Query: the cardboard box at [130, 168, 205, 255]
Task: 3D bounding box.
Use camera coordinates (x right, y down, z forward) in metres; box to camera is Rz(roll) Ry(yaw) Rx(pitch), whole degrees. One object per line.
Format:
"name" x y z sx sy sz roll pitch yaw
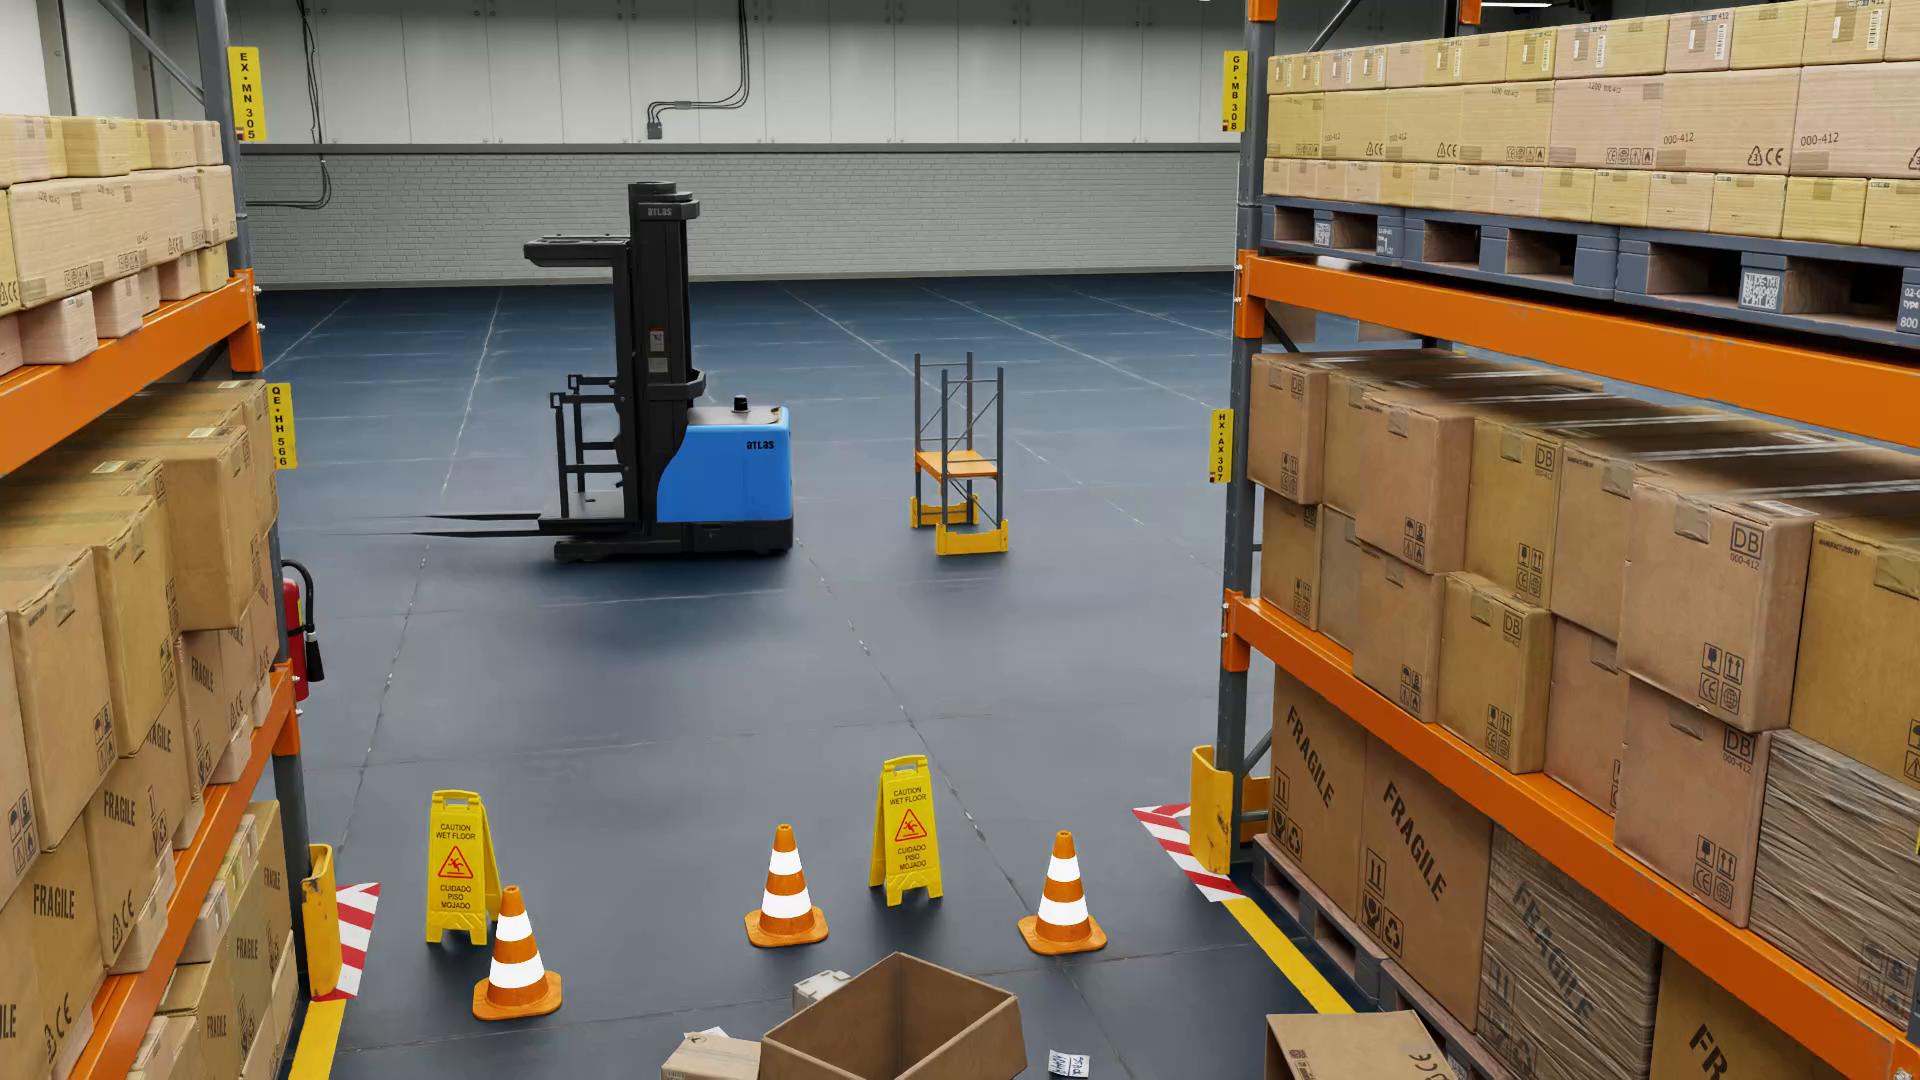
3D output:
"cardboard box" -2.613 -0.993 5.040 0.500 0.250 0.500 -3 14 -14

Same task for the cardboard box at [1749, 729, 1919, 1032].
"cardboard box" 2.530 0.782 4.089 0.875 0.550 0.550 -3 14 -13

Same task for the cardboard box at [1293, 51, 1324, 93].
"cardboard box" 1.516 -1.806 6.431 0.380 0.149 0.250 -3 14 -13

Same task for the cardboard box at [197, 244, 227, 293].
"cardboard box" -2.653 -0.897 5.487 0.380 0.149 0.250 -3 14 -13

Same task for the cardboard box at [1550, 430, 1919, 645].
"cardboard box" 2.340 0.002 5.005 0.875 0.550 0.550 -3 14 -13

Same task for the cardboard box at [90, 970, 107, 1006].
"cardboard box" -2.241 1.037 3.893 0.380 0.149 0.250 -3 14 -13

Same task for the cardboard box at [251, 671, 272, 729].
"cardboard box" -2.636 0.565 5.825 0.380 0.149 0.250 -3 14 -14

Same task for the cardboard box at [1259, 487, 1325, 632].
"cardboard box" 1.820 0.027 7.180 0.875 0.550 0.550 -3 14 -13

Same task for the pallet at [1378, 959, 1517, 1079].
"pallet" 2.236 1.832 5.982 1.003 0.211 1.213 -3 14 -13

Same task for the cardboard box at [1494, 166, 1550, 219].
"cardboard box" 1.873 -1.066 5.085 0.380 0.149 0.250 -3 14 -13

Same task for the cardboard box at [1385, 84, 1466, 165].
"cardboard box" 1.792 -1.406 5.633 0.500 0.250 0.500 -3 14 -14

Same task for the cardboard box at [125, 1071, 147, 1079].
"cardboard box" -2.129 1.389 3.882 0.380 0.149 0.250 -3 14 -11

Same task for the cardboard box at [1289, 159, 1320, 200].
"cardboard box" 1.518 -1.415 6.513 0.380 0.149 0.250 -3 14 -13

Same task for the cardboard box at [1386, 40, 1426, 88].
"cardboard box" 1.696 -1.629 5.708 0.380 0.149 0.250 -4 14 -14

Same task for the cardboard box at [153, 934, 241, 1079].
"cardboard box" -2.420 1.491 4.834 0.500 0.500 0.500 -4 14 -15

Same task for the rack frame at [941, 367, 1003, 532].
"rack frame" 0.099 -0.631 13.350 0.500 1.500 0.032 -3 14 -13

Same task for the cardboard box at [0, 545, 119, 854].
"cardboard box" -2.151 0.327 3.323 0.700 0.500 0.500 -3 14 -13

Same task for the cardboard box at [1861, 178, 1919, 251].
"cardboard box" 2.232 -0.714 3.644 0.380 0.149 0.250 -3 14 -13

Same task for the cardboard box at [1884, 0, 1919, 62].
"cardboard box" 2.233 -1.102 3.551 0.380 0.149 0.250 -3 14 -14

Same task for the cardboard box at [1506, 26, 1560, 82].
"cardboard box" 1.876 -1.452 4.985 0.380 0.149 0.250 -3 14 -12

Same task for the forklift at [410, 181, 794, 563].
"forklift" -2.898 -1.374 13.376 3.031 2.935 1.130 -1 14 -5

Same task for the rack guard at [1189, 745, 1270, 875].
"rack guard" 1.683 1.226 7.857 1.175 0.500 0.348 -3 14 -13

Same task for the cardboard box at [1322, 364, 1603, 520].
"cardboard box" 1.957 -0.371 6.535 0.875 0.550 0.550 -3 14 -13

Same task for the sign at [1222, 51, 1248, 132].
"sign" 1.148 -1.874 6.948 0.100 0.325 0.005 -3 14 -13

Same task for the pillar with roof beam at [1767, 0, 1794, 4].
"pillar with roof beam" 12.162 -9.162 32.469 9.100 9.000 0.400 -3 14 -13

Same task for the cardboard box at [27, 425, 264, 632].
"cardboard box" -2.435 -0.028 4.777 0.700 0.500 0.500 -3 14 -14

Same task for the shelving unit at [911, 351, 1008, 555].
"shelving unit" -0.018 -0.746 13.821 0.587 1.500 1.083 -3 14 -13

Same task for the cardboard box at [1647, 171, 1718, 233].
"cardboard box" 2.051 -0.891 4.367 0.380 0.149 0.250 -3 14 -13

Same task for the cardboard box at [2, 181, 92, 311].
"cardboard box" -2.232 -0.642 3.601 0.500 0.250 0.500 -3 14 -13

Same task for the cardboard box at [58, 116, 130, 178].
"cardboard box" -2.340 -0.993 4.200 0.380 0.149 0.250 -3 14 -12

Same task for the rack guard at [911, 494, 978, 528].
"rack guard" -0.135 -0.254 14.440 0.587 0.250 0.087 -3 14 -13

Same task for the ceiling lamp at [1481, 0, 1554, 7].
"ceiling lamp" 11.024 -12.454 33.643 2.000 3.185 0.800 -3 14 -13

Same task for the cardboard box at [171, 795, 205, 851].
"cardboard box" -2.435 0.804 4.847 0.380 0.149 0.250 -3 14 -14

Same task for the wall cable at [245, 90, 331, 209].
"wall cable" -15.088 -8.276 35.382 3.097 2.526 0.112 -3 14 -13

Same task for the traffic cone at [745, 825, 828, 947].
"traffic cone" -0.745 1.435 7.077 0.336 0.463 0.334 -3 14 -13

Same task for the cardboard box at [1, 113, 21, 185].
"cardboard box" -2.202 -0.811 3.454 0.380 0.149 0.250 -4 14 -15

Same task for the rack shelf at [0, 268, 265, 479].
"rack shelf" -2.629 -0.330 4.154 1.077 0.370 4.000 -3 14 -13

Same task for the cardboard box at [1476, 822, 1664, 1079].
"cardboard box" 2.333 1.411 5.423 0.875 0.875 0.875 -3 14 -13

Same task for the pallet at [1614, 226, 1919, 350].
"pallet" 2.446 -0.664 4.190 1.003 0.211 1.213 -3 14 -13

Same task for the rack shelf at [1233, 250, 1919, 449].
"rack shelf" 2.159 -0.629 5.379 1.077 0.370 4.000 -3 14 -13

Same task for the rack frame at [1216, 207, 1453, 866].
"rack frame" 1.689 0.017 7.538 1.000 3.000 0.127 -3 14 -13

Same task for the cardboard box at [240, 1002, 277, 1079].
"cardboard box" -2.534 1.739 5.397 0.500 0.250 0.500 -3 14 -13

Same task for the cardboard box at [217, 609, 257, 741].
"cardboard box" -2.591 0.349 5.343 0.500 0.500 0.500 -3 14 -13

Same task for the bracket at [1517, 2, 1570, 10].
"bracket" 14.077 -13.021 40.680 0.076 0.066 3.189 -3 14 -13

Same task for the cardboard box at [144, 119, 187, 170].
"cardboard box" -2.631 -1.225 5.151 0.380 0.149 0.250 -3 14 -14

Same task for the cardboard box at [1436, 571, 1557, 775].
"cardboard box" 2.145 0.409 5.617 0.875 0.550 0.500 -3 14 -13

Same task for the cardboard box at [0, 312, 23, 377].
"cardboard box" -2.239 -0.419 3.529 0.380 0.149 0.250 -4 14 -15

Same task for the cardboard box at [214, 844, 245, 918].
"cardboard box" -2.450 1.078 5.157 0.380 0.149 0.250 -3 14 -12

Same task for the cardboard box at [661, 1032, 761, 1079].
"cardboard box" -0.828 1.891 5.875 0.380 0.149 0.250 4 14 16

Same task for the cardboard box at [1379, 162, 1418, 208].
"cardboard box" 1.695 -1.241 5.800 0.380 0.149 0.250 -3 14 -13

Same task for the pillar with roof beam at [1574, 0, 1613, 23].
"pillar with roof beam" 10.753 -10.546 38.134 9.100 9.000 0.548 -3 14 -13

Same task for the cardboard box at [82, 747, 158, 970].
"cardboard box" -2.238 0.698 3.914 0.500 0.500 0.500 -3 14 -14

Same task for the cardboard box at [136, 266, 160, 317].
"cardboard box" -2.524 -0.717 4.749 0.380 0.149 0.250 -3 14 -14

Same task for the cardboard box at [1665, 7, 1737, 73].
"cardboard box" 2.057 -1.276 4.263 0.380 0.149 0.250 -3 14 -12

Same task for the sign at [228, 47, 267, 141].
"sign" -2.555 -1.598 5.960 0.100 0.325 0.005 -3 14 -13

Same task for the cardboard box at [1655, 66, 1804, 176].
"cardboard box" 2.145 -1.058 4.210 0.500 0.250 0.500 -3 14 -13

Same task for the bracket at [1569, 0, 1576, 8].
"bracket" 14.495 -12.611 39.000 0.235 0.232 0.430 -3 14 -13

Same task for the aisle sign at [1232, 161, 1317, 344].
"aisle sign" 1.381 -1.246 7.228 0.394 0.787 0.004 -3 14 -13
